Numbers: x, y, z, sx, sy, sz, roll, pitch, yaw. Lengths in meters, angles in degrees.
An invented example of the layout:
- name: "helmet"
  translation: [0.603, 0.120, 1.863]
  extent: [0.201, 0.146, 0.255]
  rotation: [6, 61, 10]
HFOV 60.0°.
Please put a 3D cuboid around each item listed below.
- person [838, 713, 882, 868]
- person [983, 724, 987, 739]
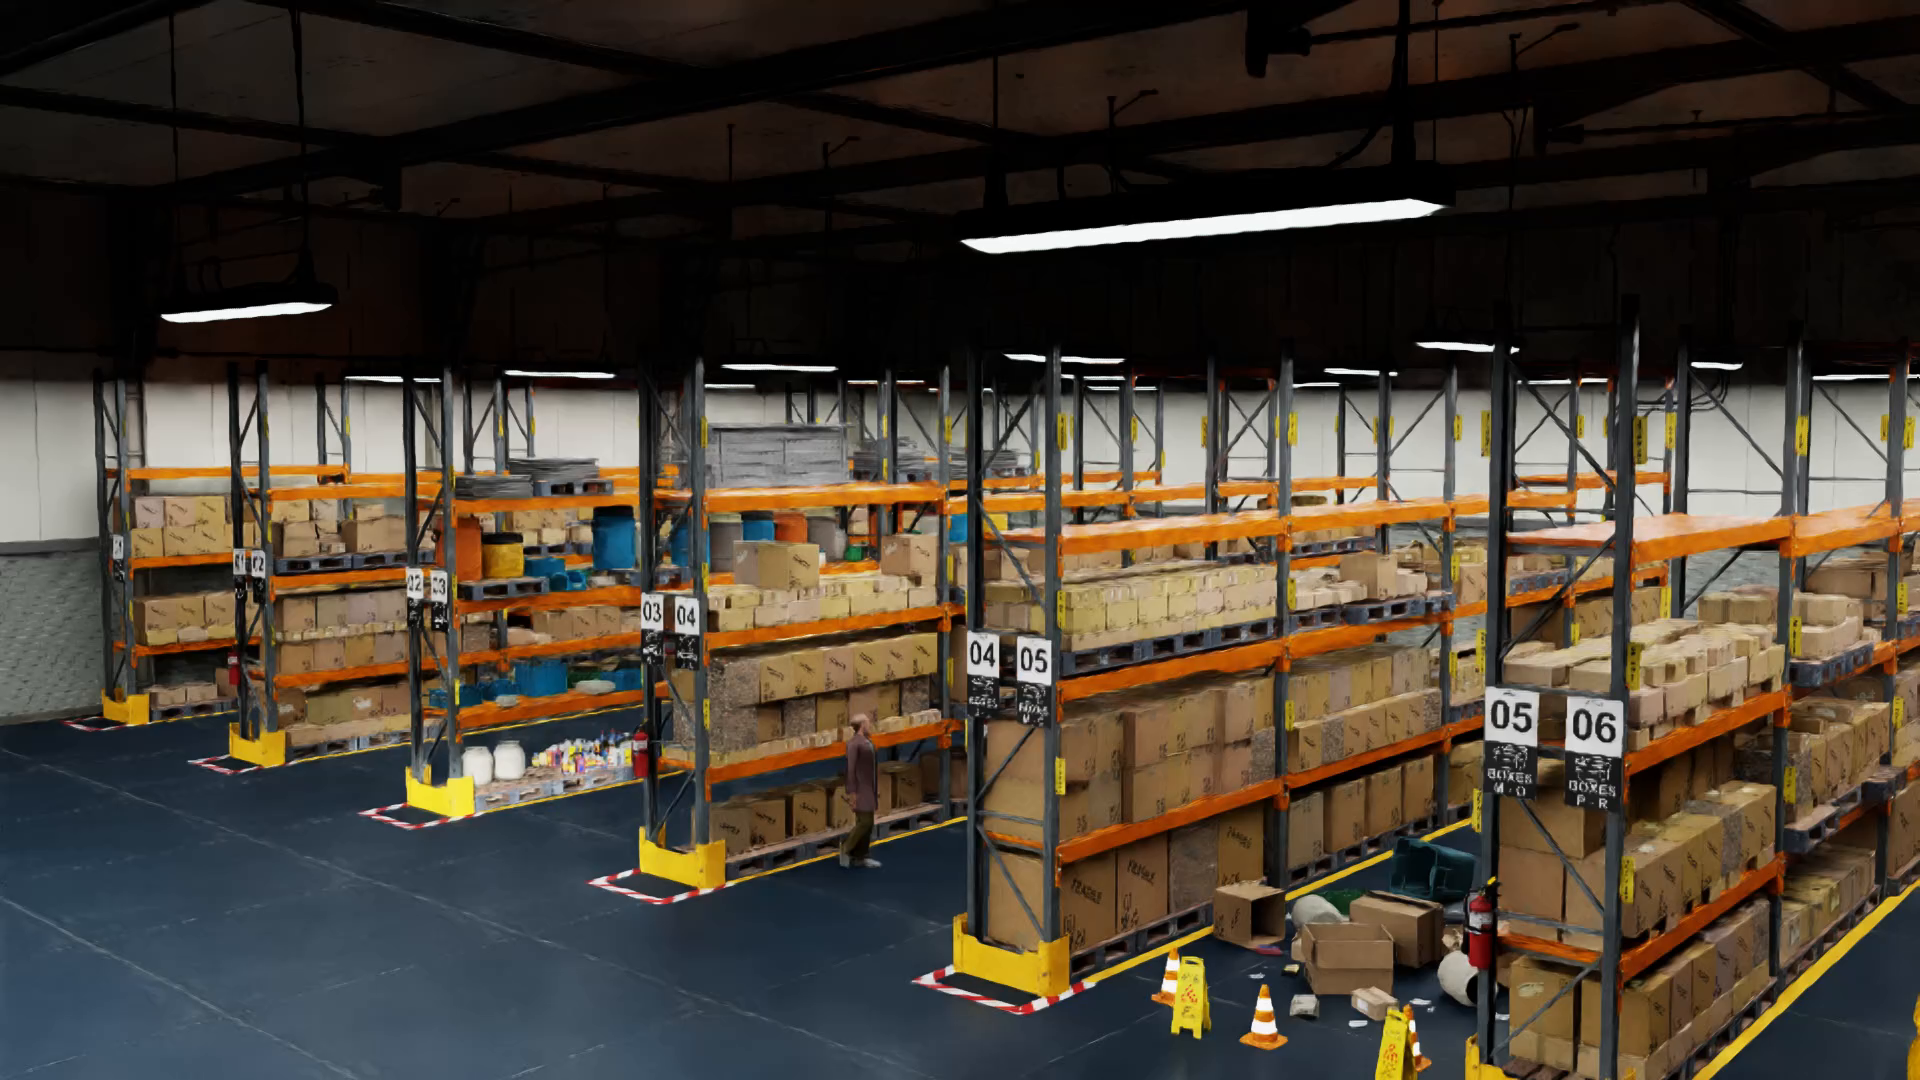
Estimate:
- name: "person"
  translation: [-1.139, 2.890, 19.039]
  extent: [0.515, 1.745, 0.619]
  rotation: [1, 4, 15]
- name: "person"
  translation: [0.422, 2.460, 24.968]
  extent: [0.553, 1.709, 1.123]
  rotation: [4, 6, 43]
